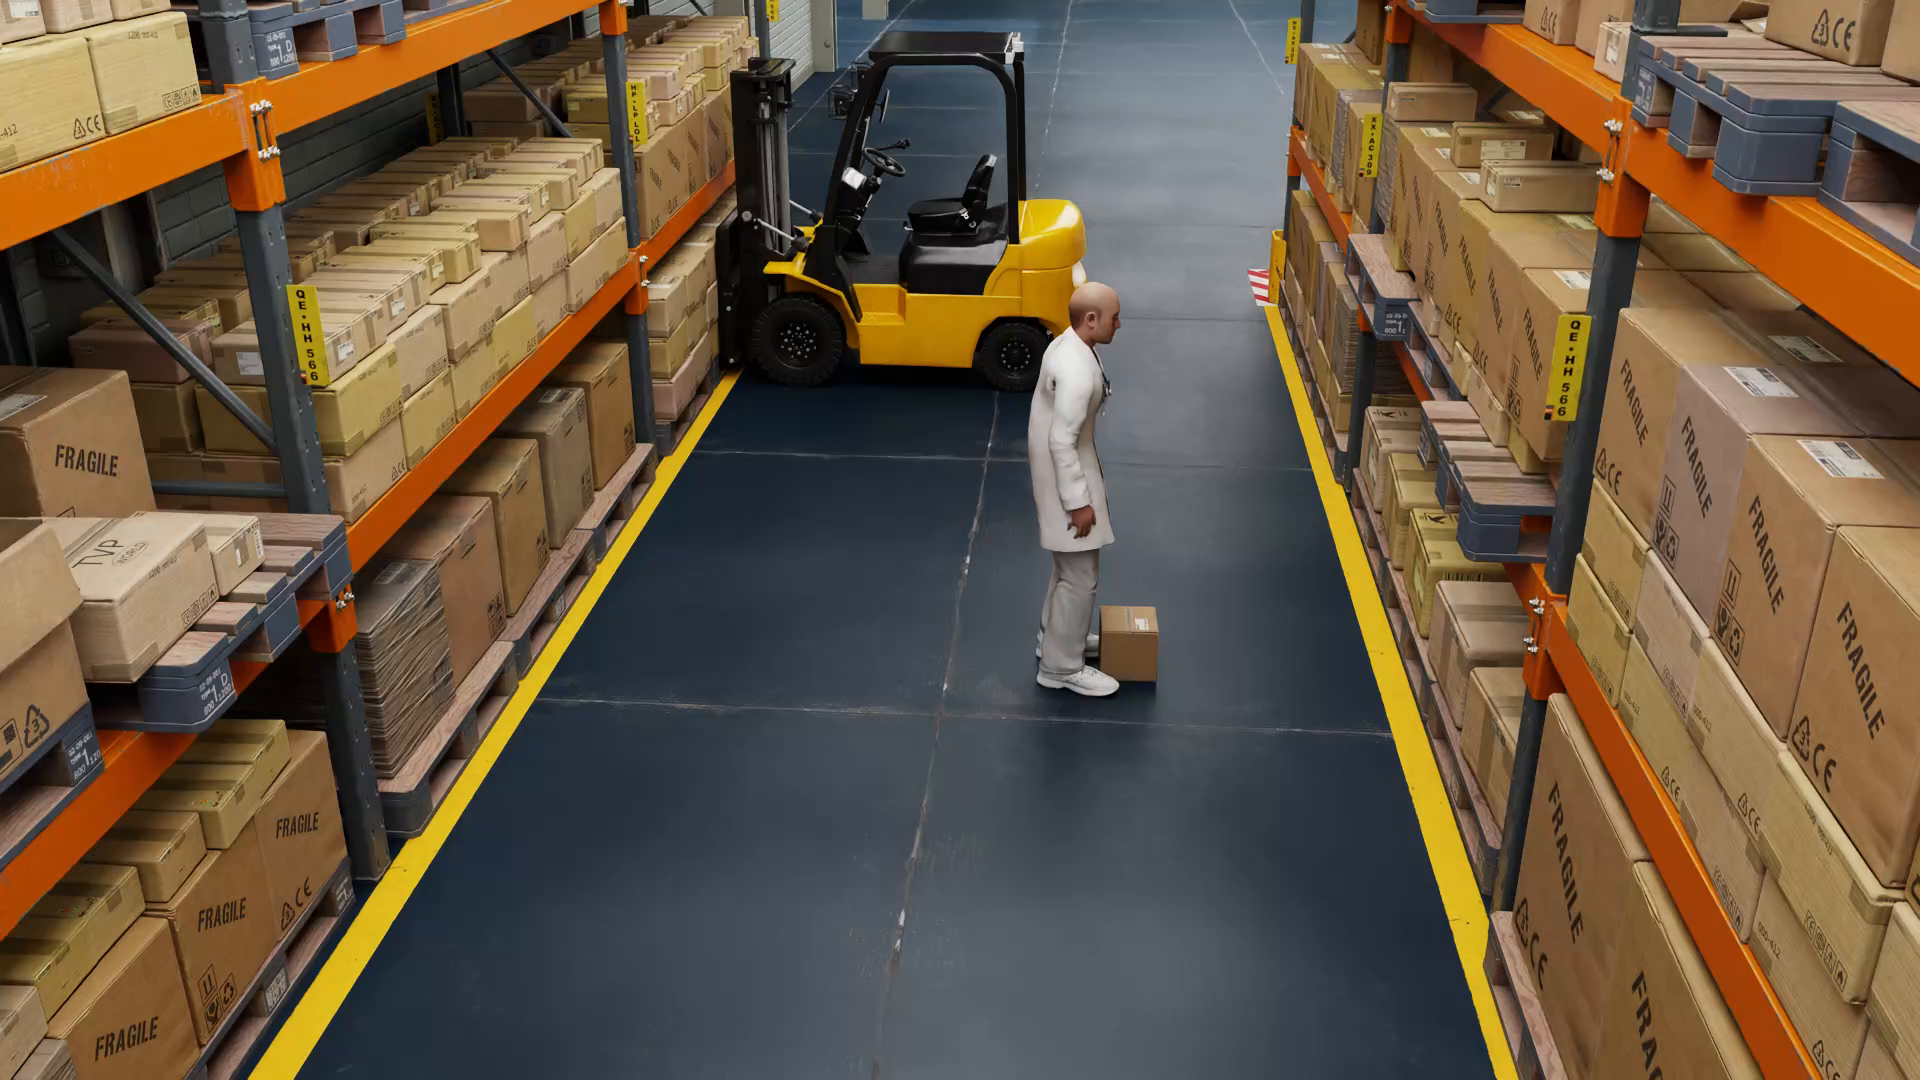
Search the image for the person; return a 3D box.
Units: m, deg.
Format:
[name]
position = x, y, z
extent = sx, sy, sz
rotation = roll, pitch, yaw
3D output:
[person]
position = 0.500, -0.235, 7.146
extent = 0.426, 1.773, 0.640
rotation = 2, 24, 4
